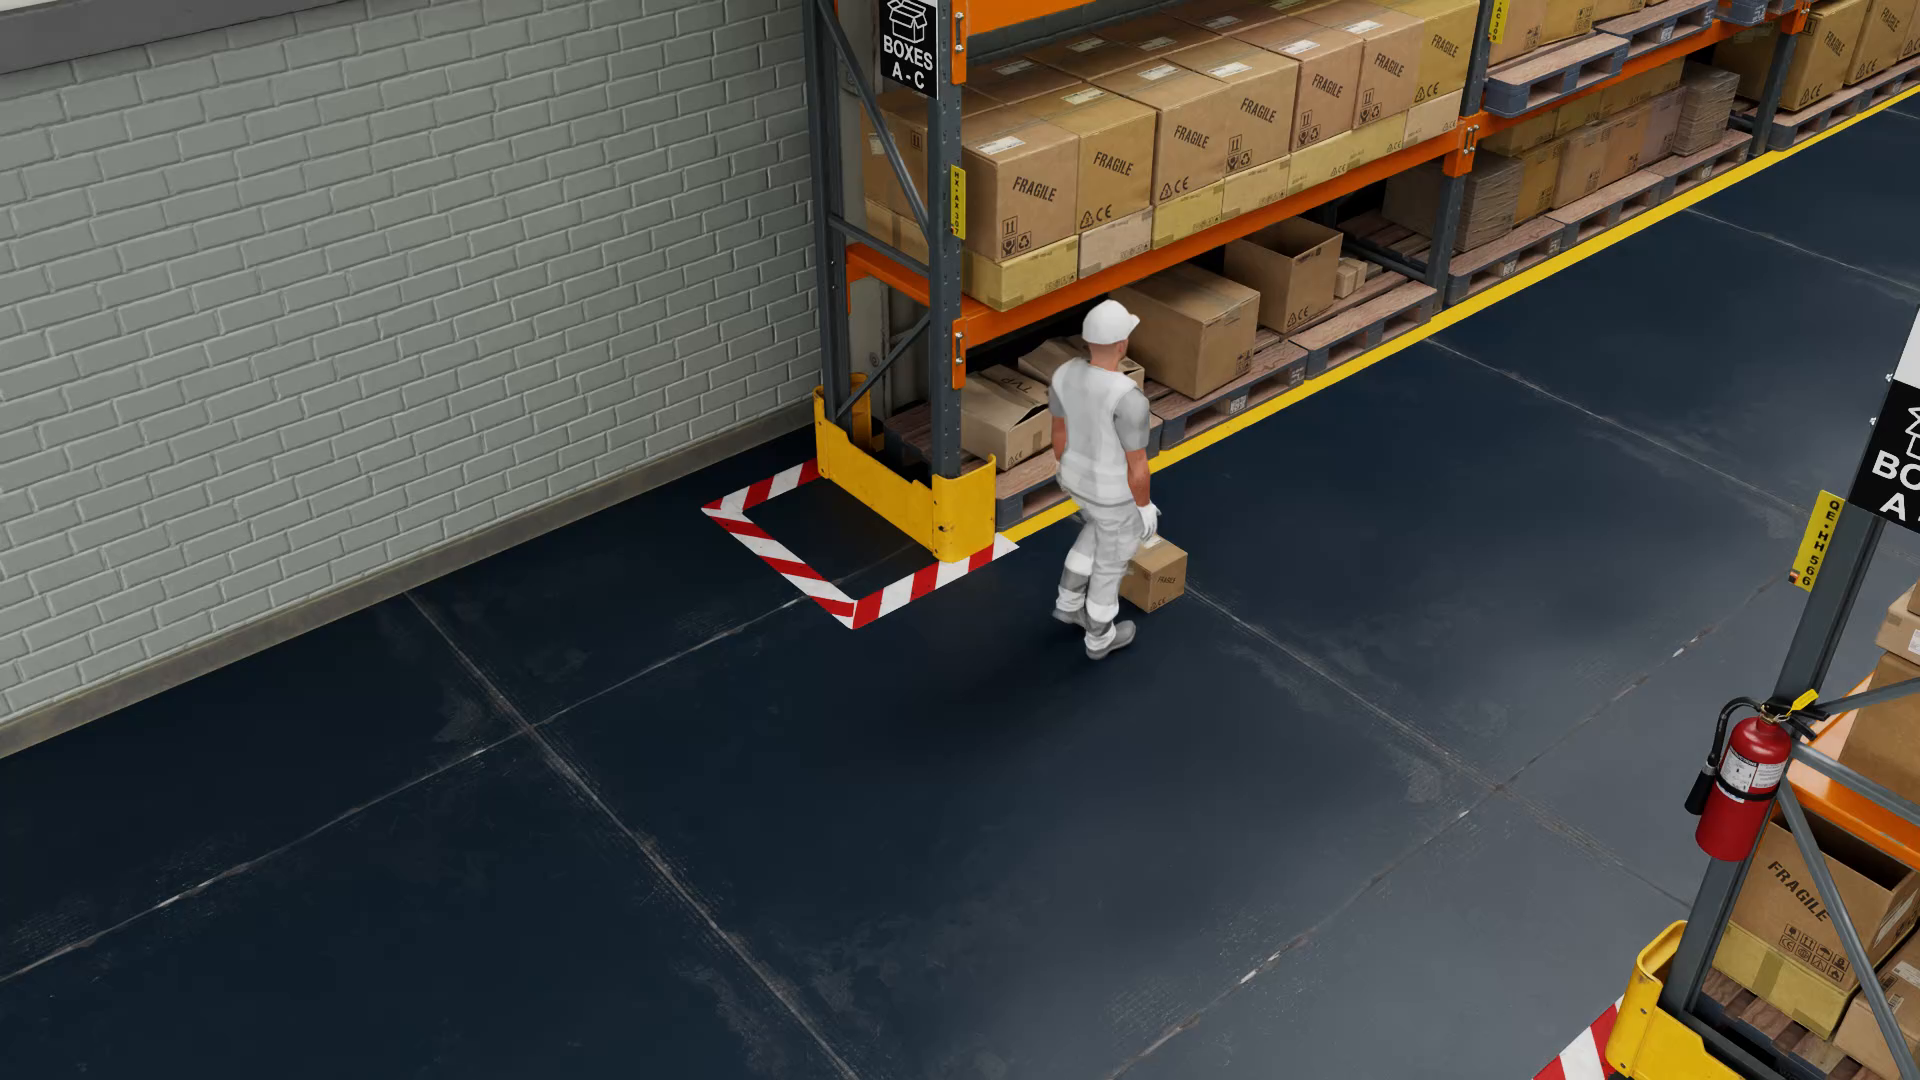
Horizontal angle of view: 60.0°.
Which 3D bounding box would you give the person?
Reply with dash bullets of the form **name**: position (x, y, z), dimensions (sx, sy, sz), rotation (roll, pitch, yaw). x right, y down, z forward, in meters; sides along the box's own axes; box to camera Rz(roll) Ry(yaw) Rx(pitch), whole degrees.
- **person**: position (0.674, -0.233, 7.398), dimensions (0.421, 1.823, 0.587), rotation (-27, 44, -33)
